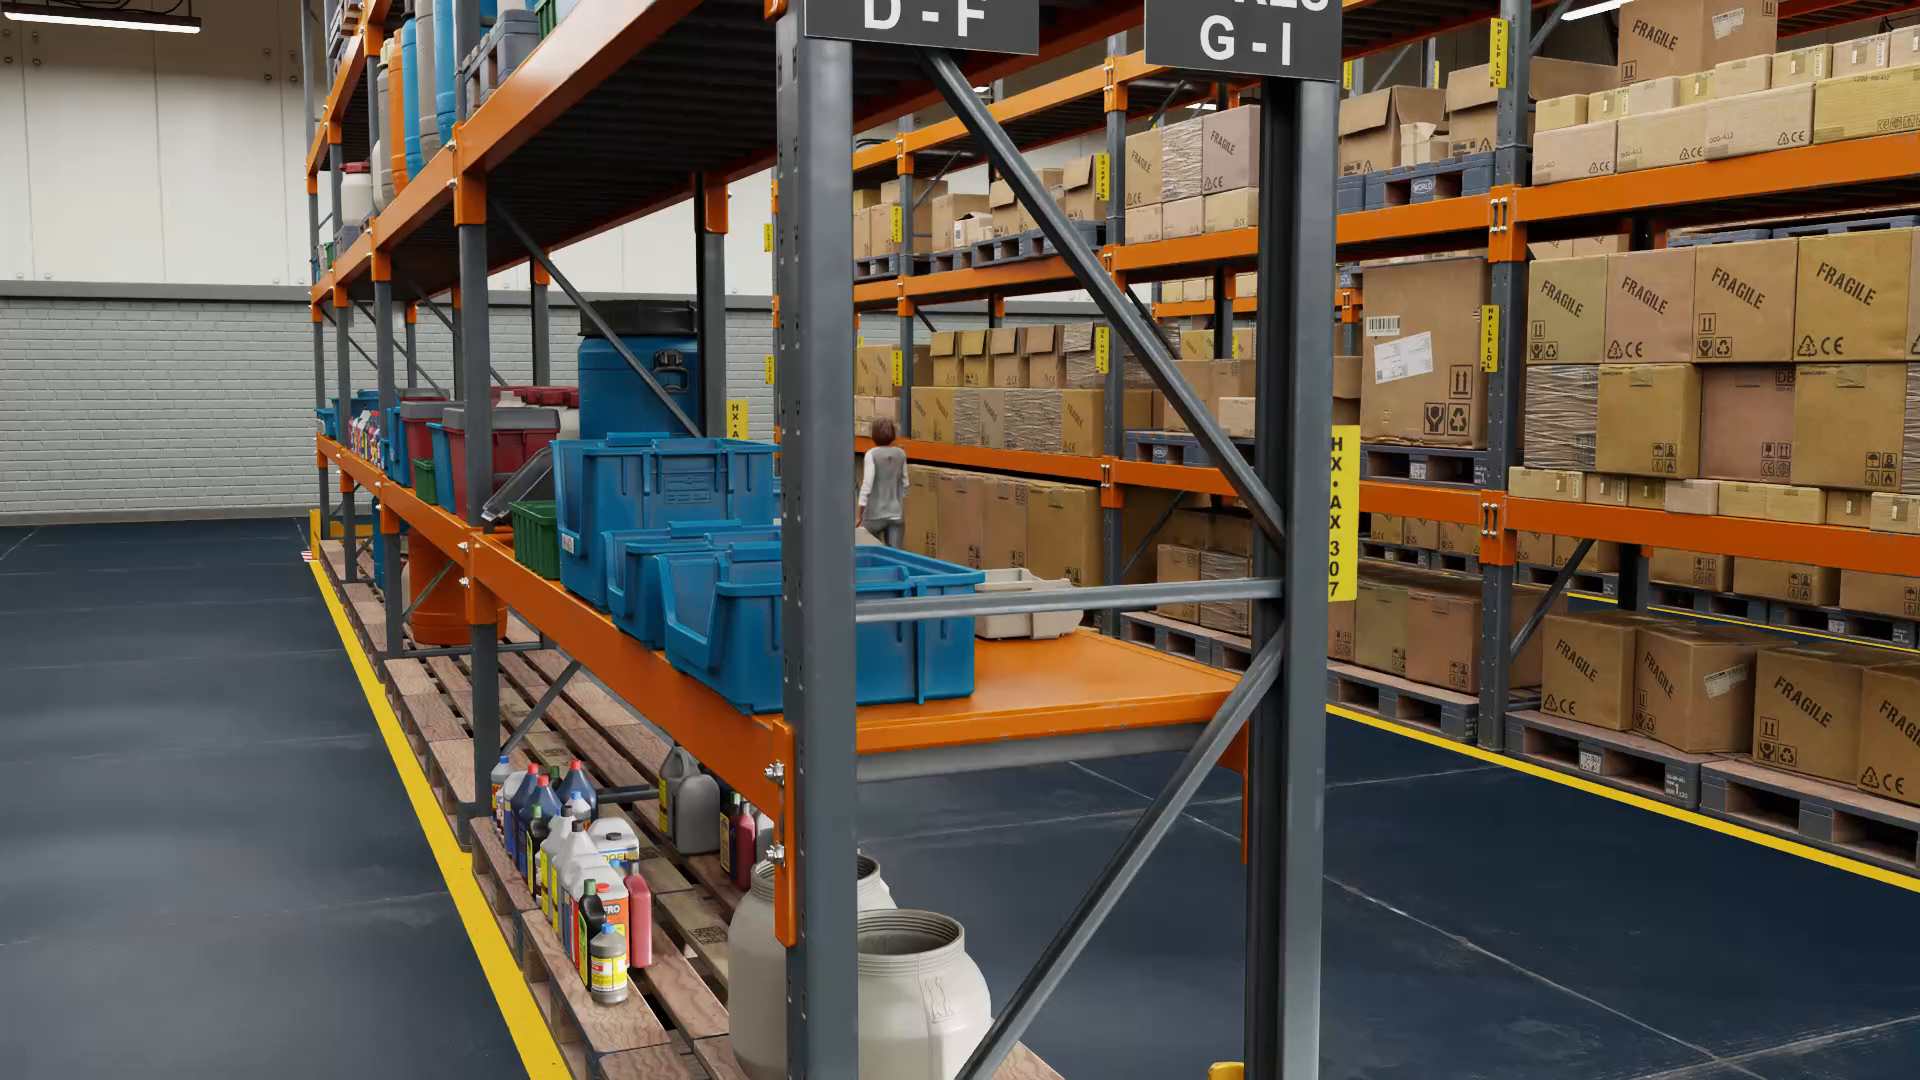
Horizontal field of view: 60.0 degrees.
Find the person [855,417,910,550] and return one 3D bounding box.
[{"bbox_3d":[-0.650,-0.179,12.977,0.519,1.564,0.814,-3,6,-26],"label":"person"}]
